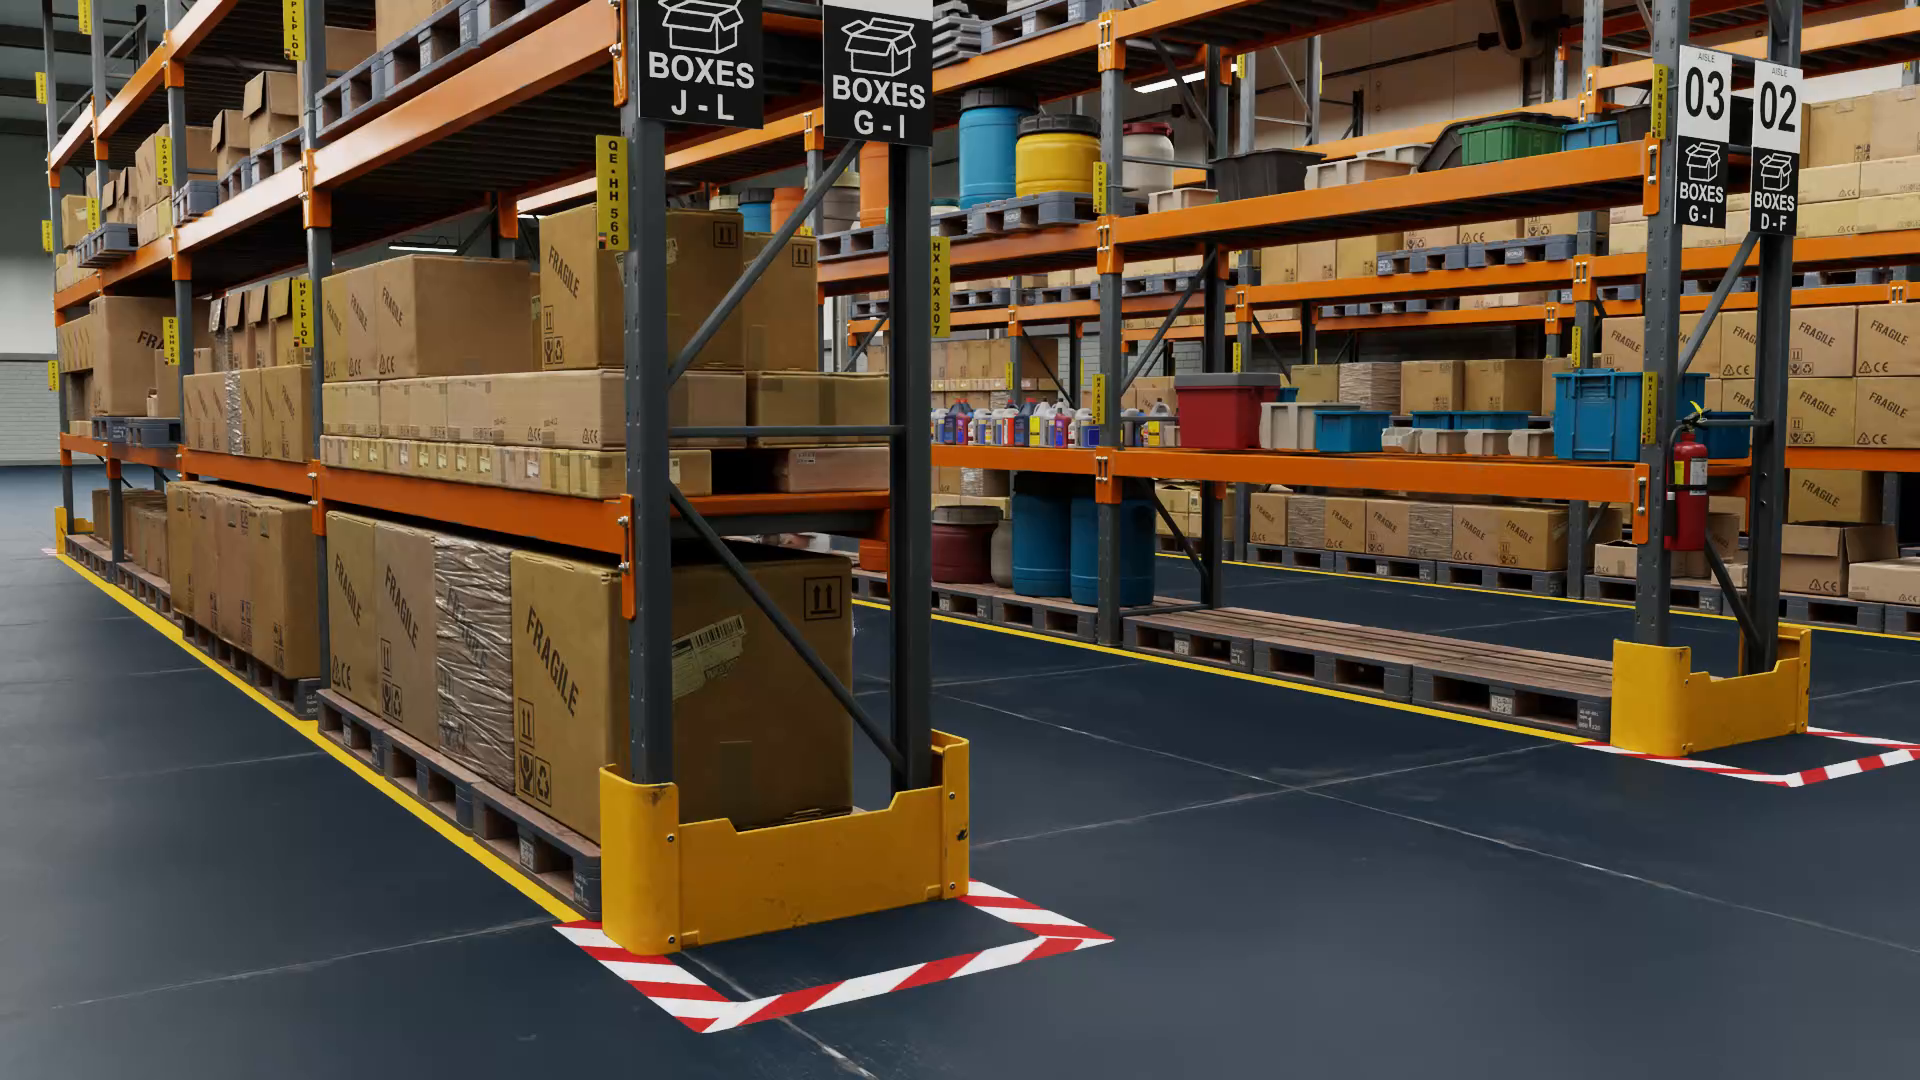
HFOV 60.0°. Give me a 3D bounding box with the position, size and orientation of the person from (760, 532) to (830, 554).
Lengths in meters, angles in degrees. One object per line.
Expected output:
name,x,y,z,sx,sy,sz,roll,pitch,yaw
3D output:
person,-0.923,-0.027,9.198,0.543,1.829,0.639,-3,5,-34
